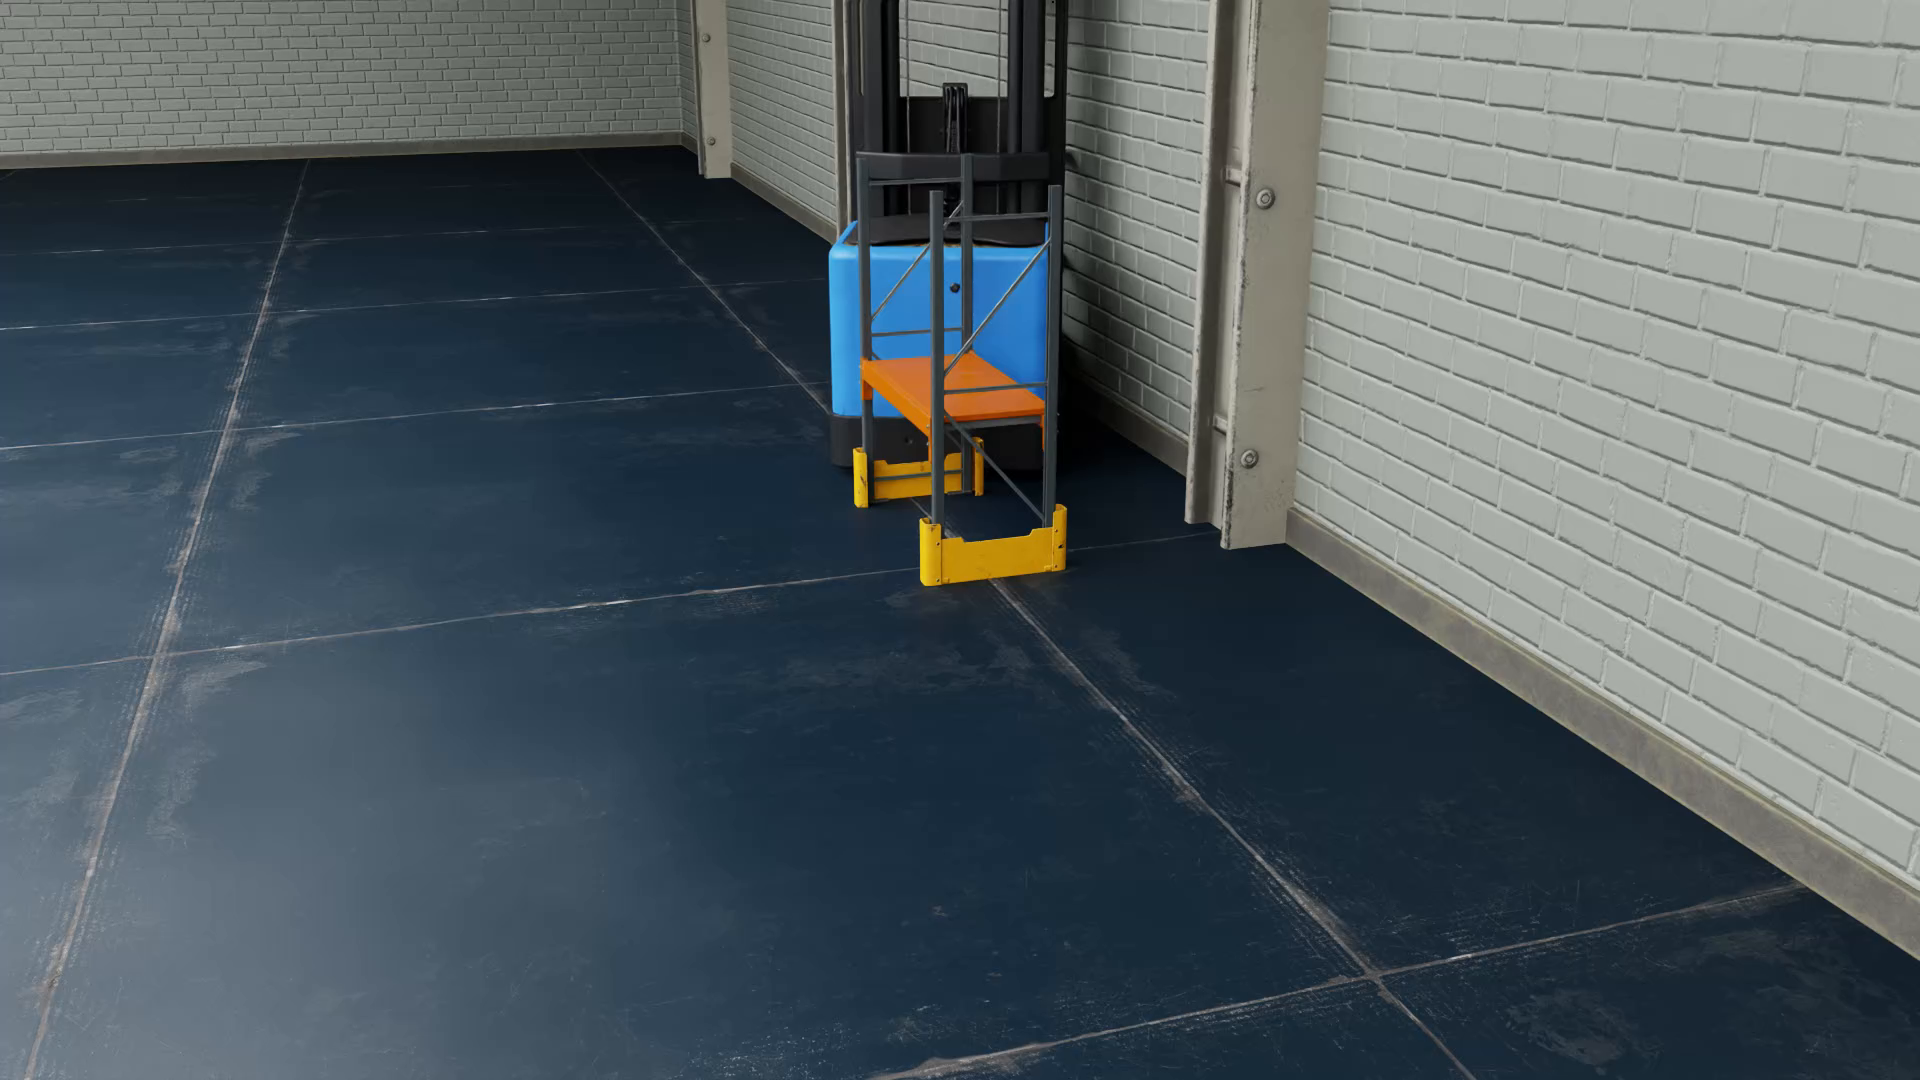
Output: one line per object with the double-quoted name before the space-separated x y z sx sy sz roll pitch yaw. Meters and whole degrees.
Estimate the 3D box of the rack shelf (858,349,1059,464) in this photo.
"rack shelf" -0.027 -0.564 6.800 0.538 0.185 1.000 -6 21 -17

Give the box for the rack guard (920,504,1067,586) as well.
"rack guard" 0.133 0.018 6.497 0.587 0.250 0.087 -6 21 -17

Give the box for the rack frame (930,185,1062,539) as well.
"rack frame" 0.133 -0.570 6.285 0.500 1.500 0.032 -6 21 -17

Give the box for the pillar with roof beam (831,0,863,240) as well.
"pillar with roof beam" -4.800 -5.743 9.594 9.100 9.000 0.400 -6 21 -17

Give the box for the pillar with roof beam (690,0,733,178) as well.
"pillar with roof beam" -6.686 -7.669 14.955 9.100 9.000 0.400 -6 21 -17

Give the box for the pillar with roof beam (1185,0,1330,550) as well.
"pillar with roof beam" -2.914 -3.818 4.234 9.100 9.000 0.400 -6 21 -17

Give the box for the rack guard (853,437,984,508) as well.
"rack guard" -0.180 -0.302 7.387 0.587 0.250 0.087 -6 21 -17

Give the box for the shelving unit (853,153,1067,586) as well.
"shelving unit" -0.024 -0.730 6.731 0.587 1.500 1.083 -6 21 -17

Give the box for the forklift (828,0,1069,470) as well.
"forklift" 0.002 -2.148 8.561 1.130 2.935 3.031 1 20 3

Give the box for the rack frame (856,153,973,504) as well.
"rack frame" -0.187 -0.896 7.193 0.500 1.500 0.032 -6 21 -17
